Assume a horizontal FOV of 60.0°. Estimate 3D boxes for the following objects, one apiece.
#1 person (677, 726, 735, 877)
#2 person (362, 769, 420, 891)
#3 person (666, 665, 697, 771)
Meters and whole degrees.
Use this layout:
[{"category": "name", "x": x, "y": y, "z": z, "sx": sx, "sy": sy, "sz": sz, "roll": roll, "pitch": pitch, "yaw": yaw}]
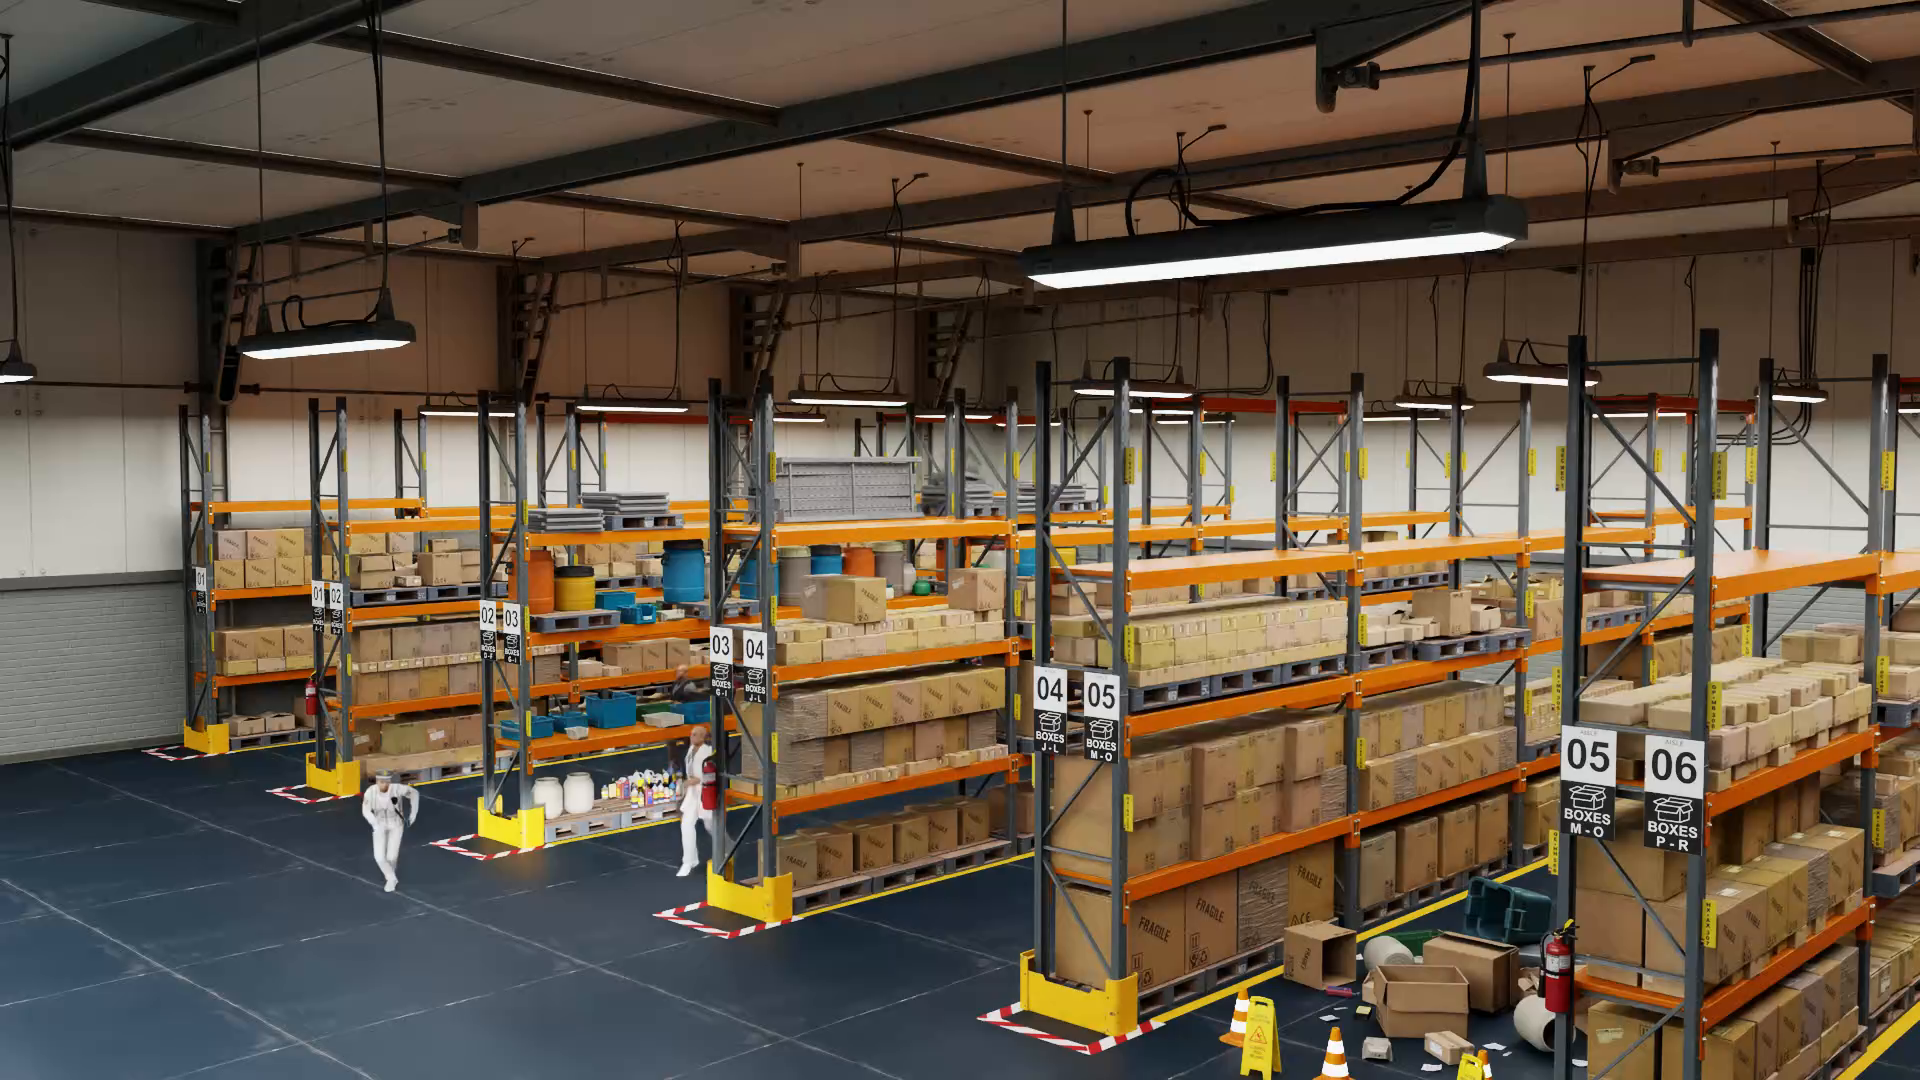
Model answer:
[{"category": "person", "x": -3.129, "y": 3.197, "z": 20.500, "sx": 0.695, "sy": 1.839, "sz": 0.847, "roll": 2, "pitch": 4, "yaw": 38}, {"category": "person", "x": -6.683, "y": 3.396, "z": 19.546, "sx": 0.627, "sy": 1.517, "sz": 0.755, "roll": -1, "pitch": 3, "yaw": -11}, {"category": "person", "x": -4.460, "y": 2.898, "z": 26.813, "sx": 0.661, "sy": 1.770, "sz": 0.726, "roll": 2, "pitch": 4, "yaw": 39}]
